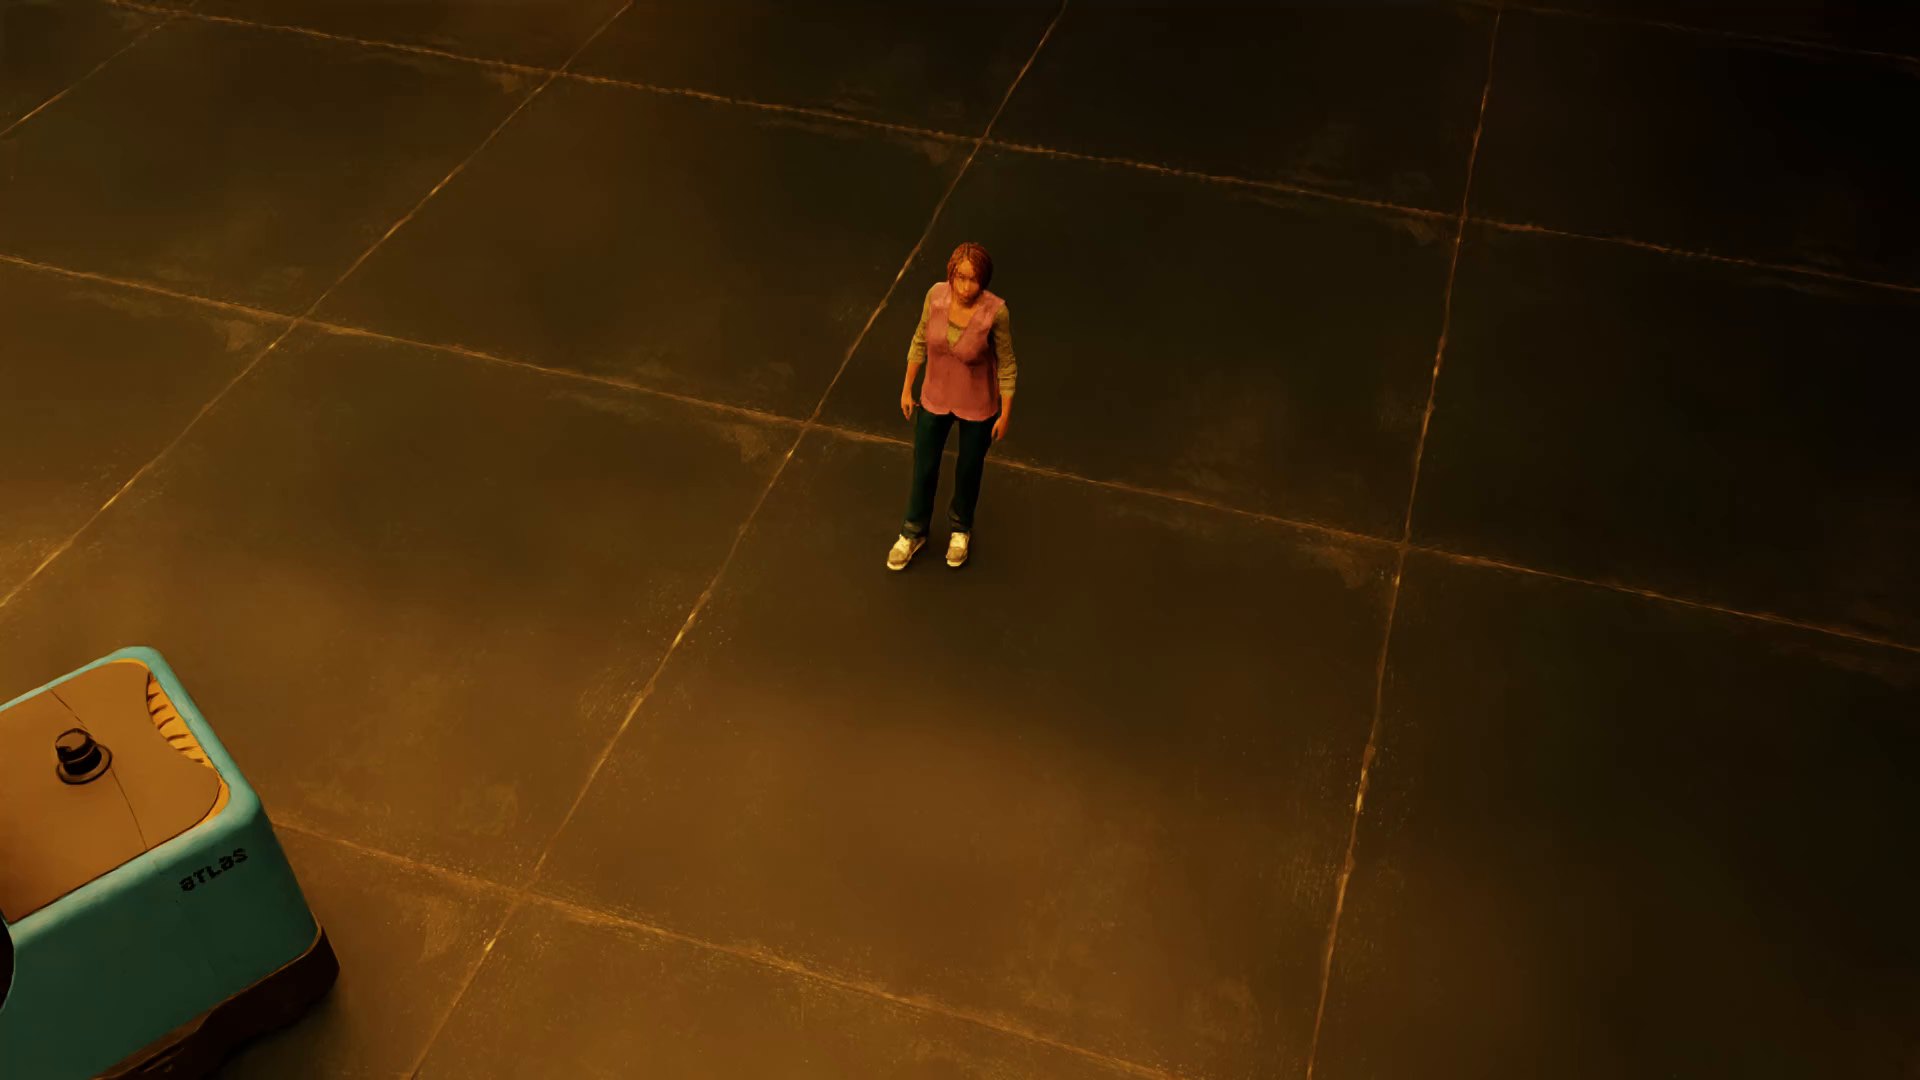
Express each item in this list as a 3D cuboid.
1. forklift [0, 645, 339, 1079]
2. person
[{"bbox_3d":[-3.710,0.961,4.656,3.031,2.935,1.130,-30,51,-28],"label":"forklift"},{"bbox_3d":[-0.036,-0.545,7.243,0.520,1.597,0.474,12,44,13],"label":"person"}]
